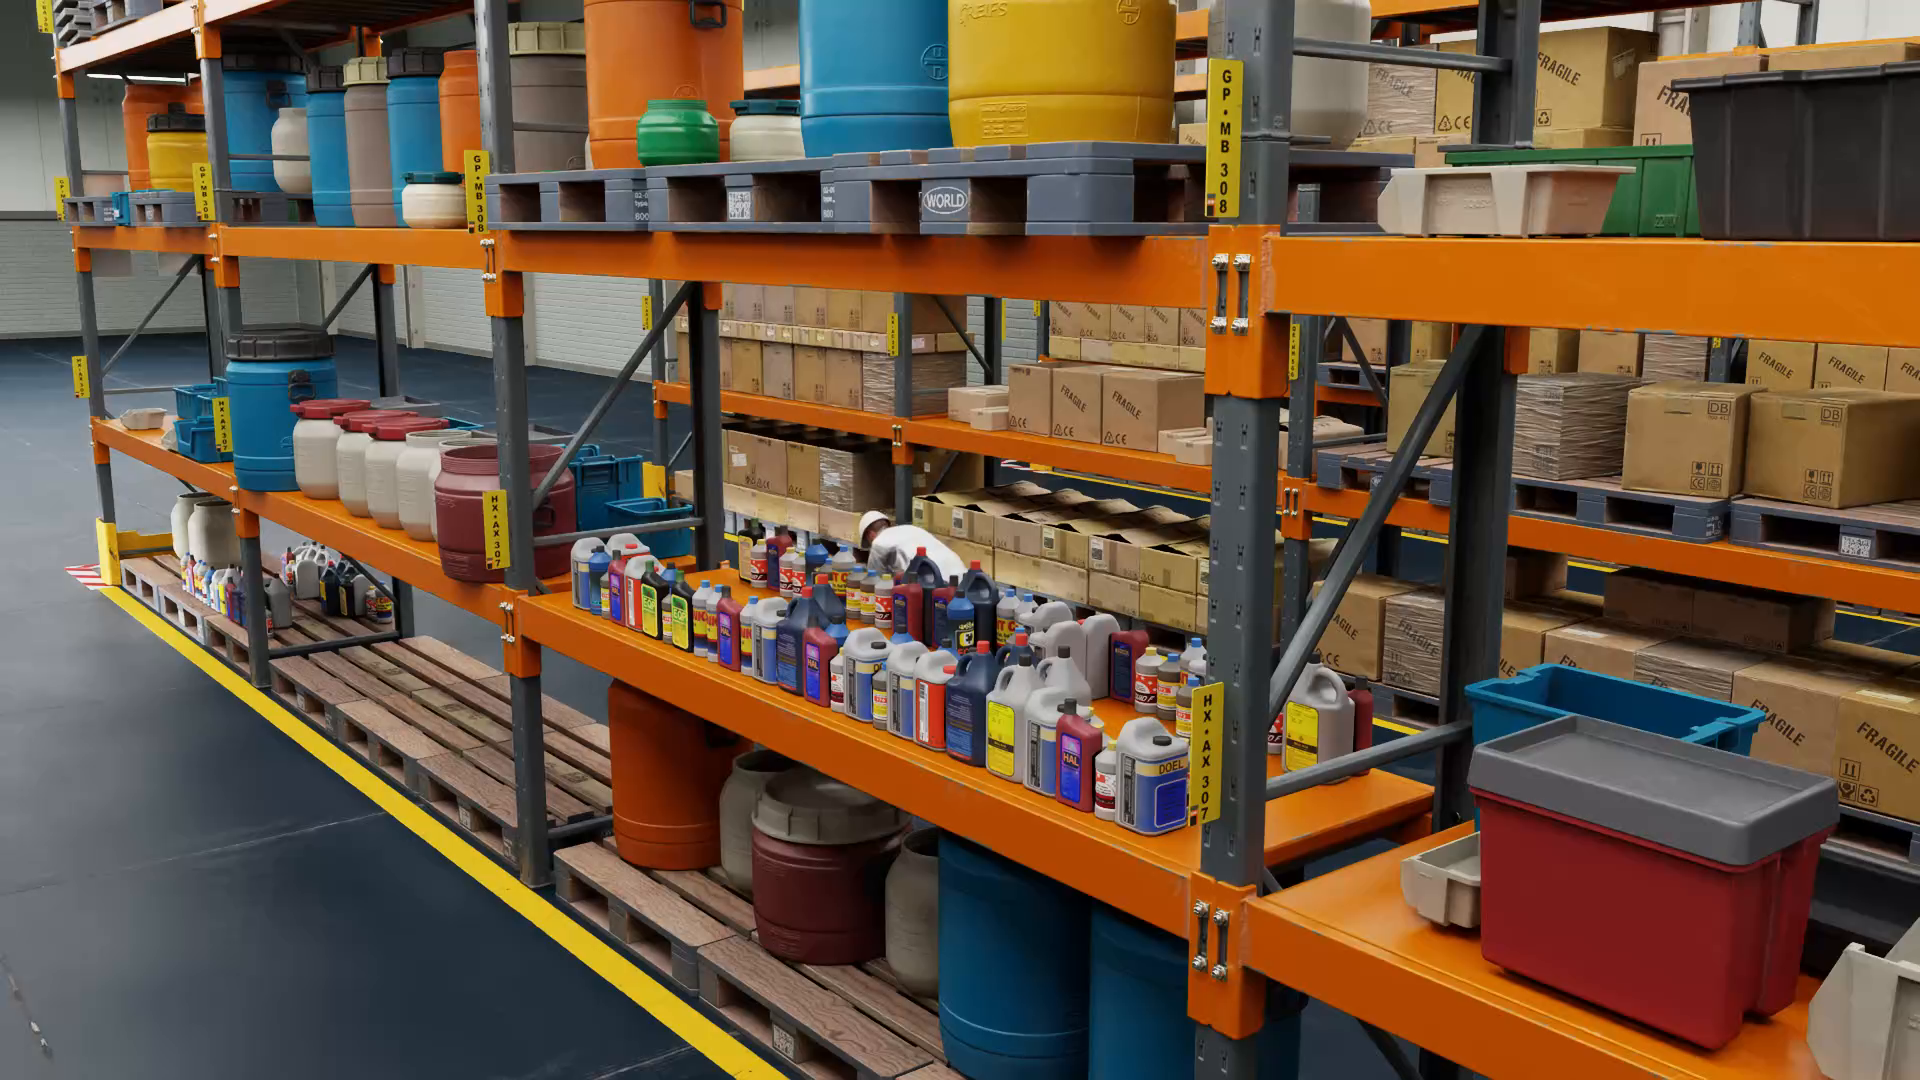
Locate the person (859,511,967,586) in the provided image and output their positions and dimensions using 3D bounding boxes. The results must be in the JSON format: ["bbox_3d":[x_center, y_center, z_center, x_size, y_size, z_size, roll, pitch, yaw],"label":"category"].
[{"bbox_3d":[-0.342,0.272,11.467,0.527,0.871,0.927,-9,14,-38],"label":"person"}]
